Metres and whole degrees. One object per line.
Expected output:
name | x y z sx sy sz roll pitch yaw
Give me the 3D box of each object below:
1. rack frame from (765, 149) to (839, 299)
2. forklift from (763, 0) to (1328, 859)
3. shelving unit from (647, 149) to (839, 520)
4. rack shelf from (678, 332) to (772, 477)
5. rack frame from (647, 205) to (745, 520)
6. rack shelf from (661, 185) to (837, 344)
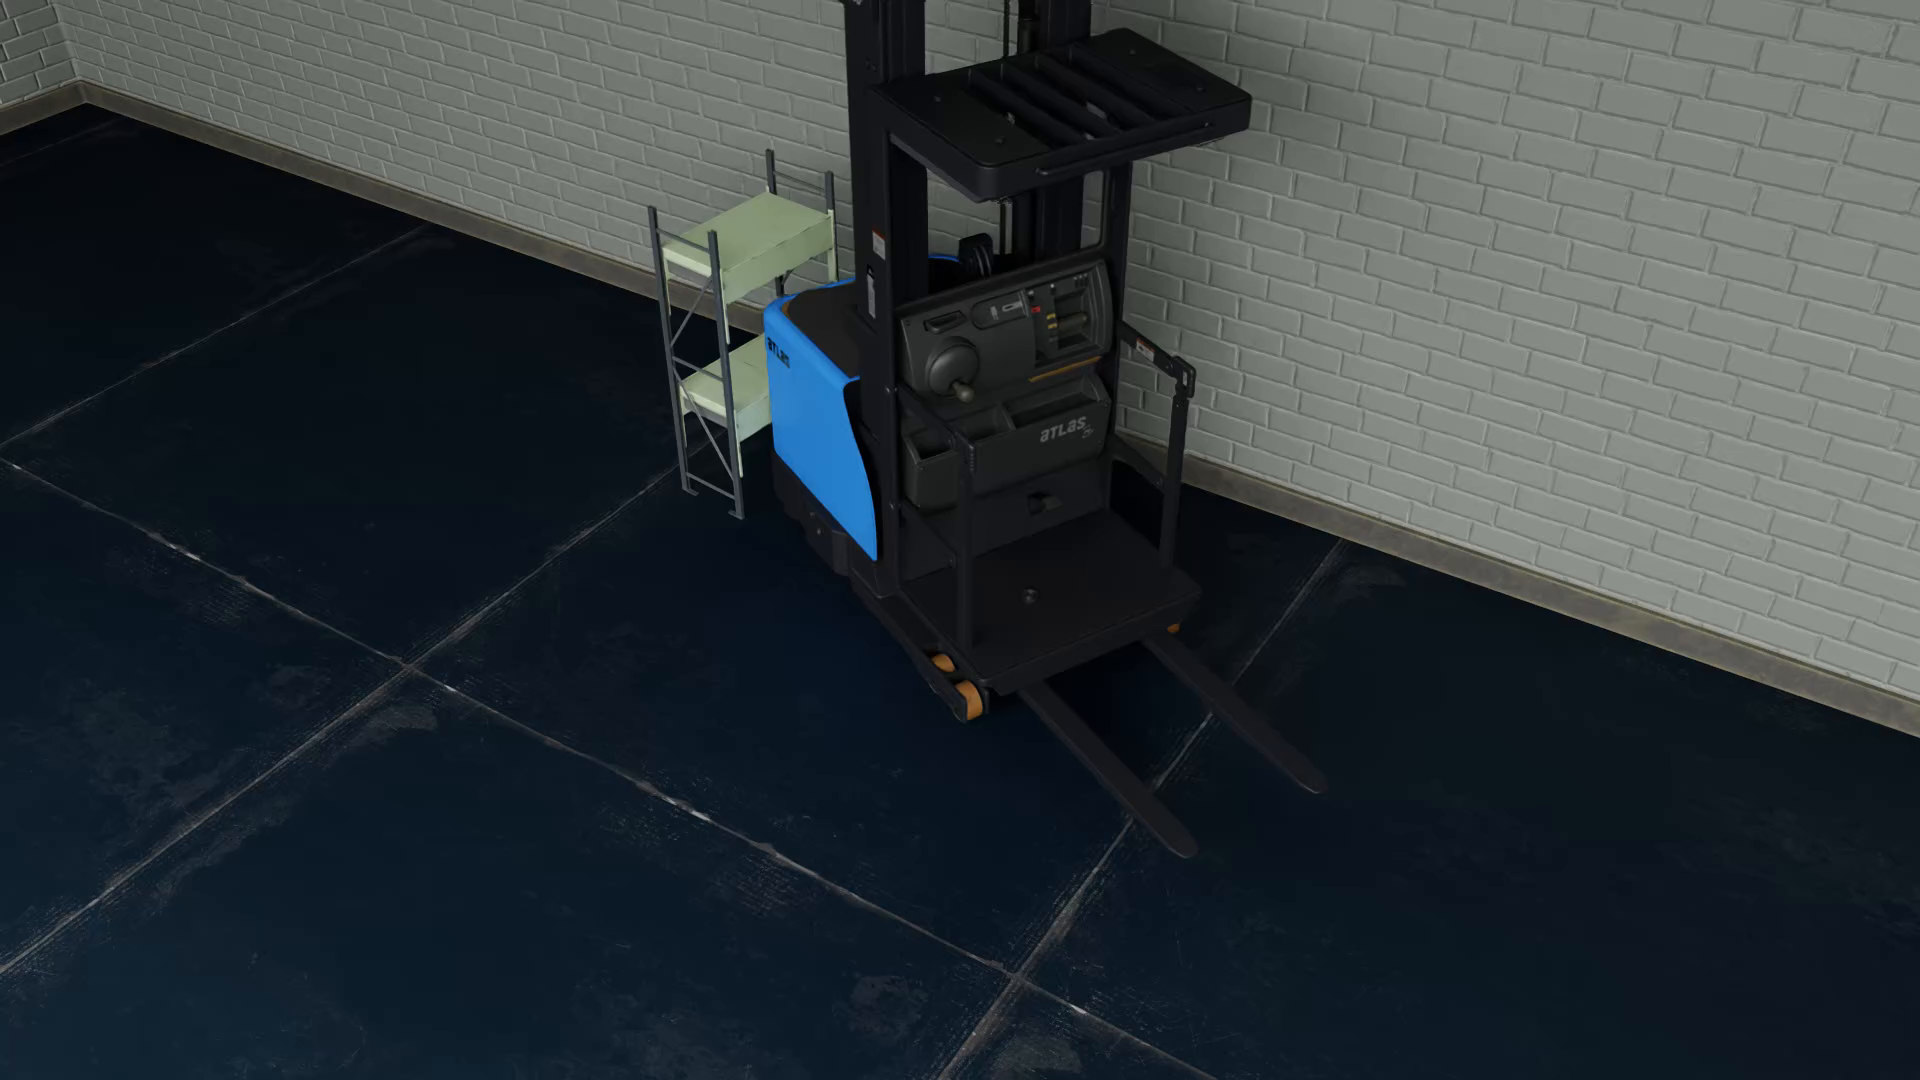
rack frame | -0.729 -1.120 7.974 0.400 1.500 0.023 26 45 29
forklift | 0.304 -0.747 6.319 1.130 2.935 3.031 -20 42 -24
shelving unit | -0.956 -0.945 7.747 0.431 1.500 0.755 26 45 29
rack shelf | -0.956 -0.686 7.946 0.431 0.370 0.720 26 45 29
rack frame | -1.183 -0.770 7.520 0.400 1.500 0.023 26 45 29
rack shelf | -0.956 -1.254 7.509 0.431 0.370 0.720 26 45 29
